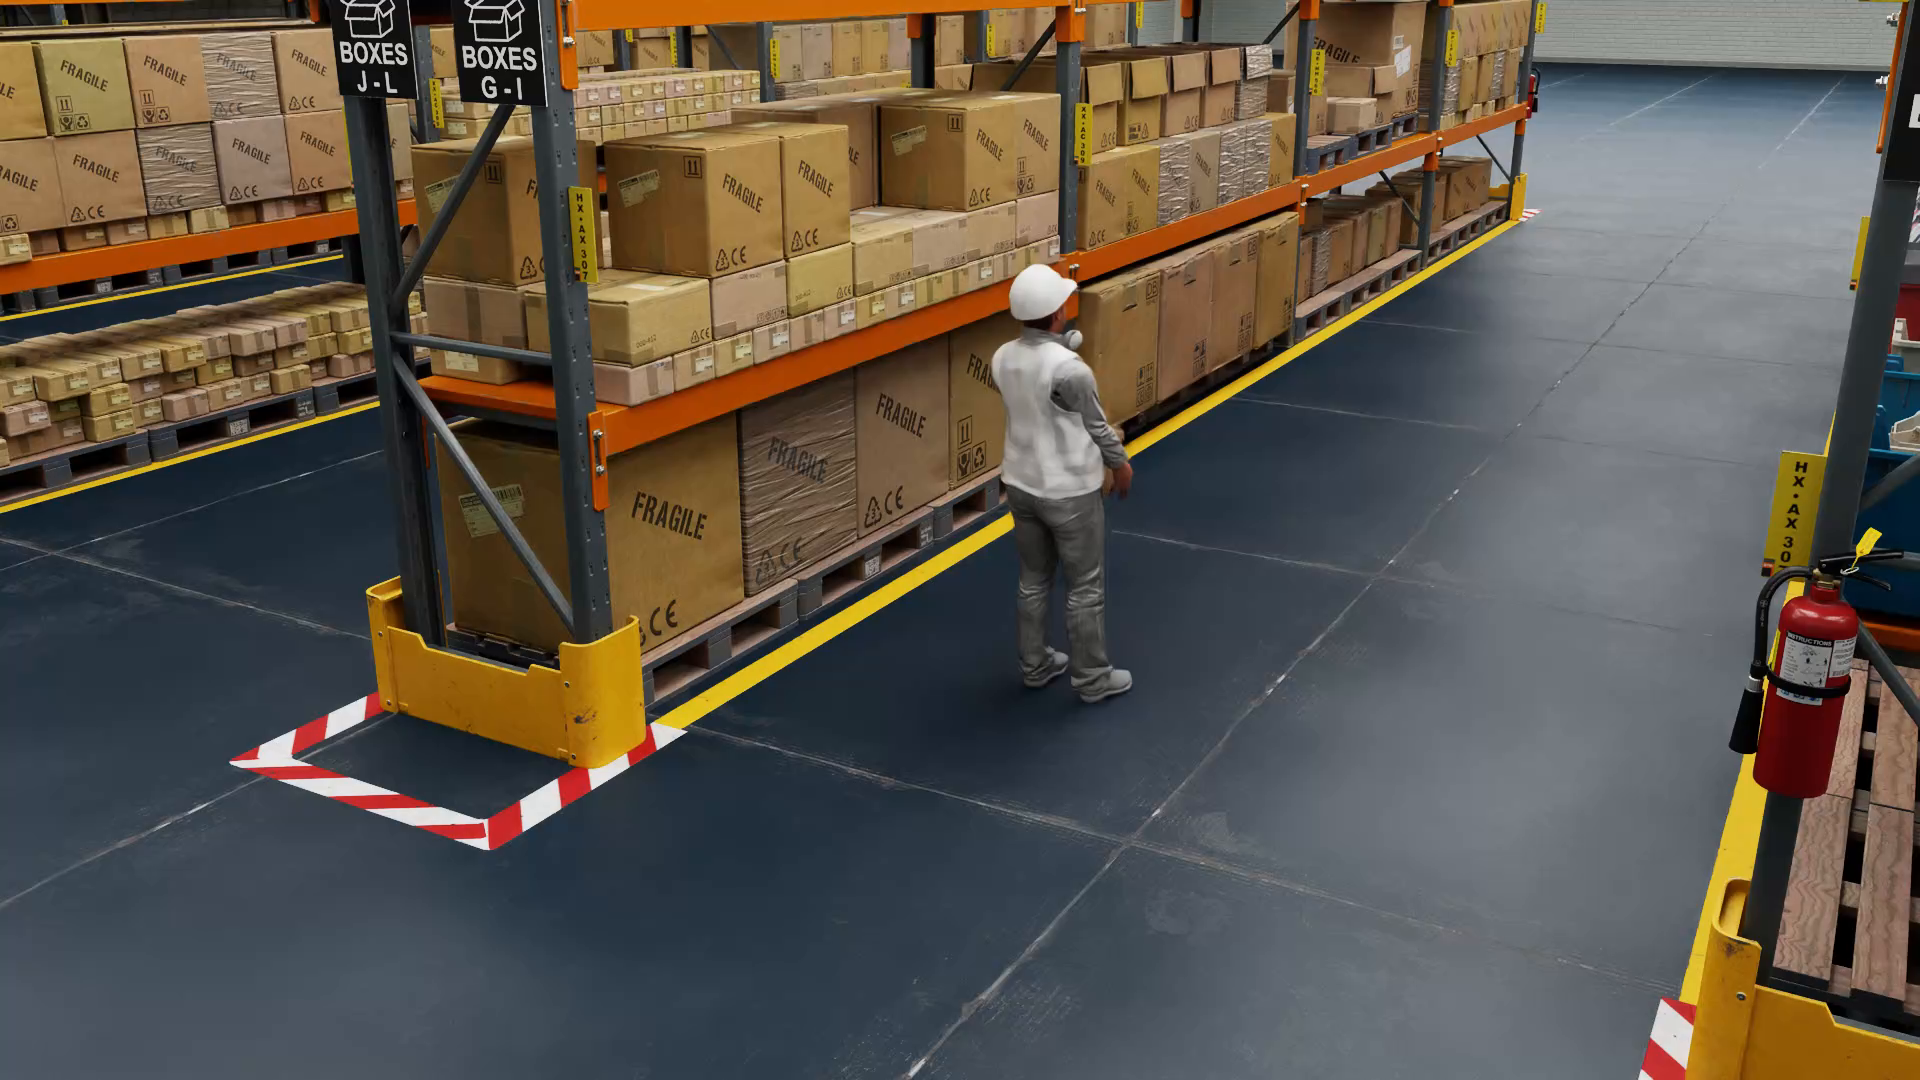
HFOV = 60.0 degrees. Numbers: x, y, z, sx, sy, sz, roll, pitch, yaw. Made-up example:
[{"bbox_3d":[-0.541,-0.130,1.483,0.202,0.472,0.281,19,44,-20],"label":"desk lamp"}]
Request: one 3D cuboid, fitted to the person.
[{"bbox_3d":[0.419,-0.234,6.688,0.521,1.776,0.516,-15,24,-37],"label":"person"}]
